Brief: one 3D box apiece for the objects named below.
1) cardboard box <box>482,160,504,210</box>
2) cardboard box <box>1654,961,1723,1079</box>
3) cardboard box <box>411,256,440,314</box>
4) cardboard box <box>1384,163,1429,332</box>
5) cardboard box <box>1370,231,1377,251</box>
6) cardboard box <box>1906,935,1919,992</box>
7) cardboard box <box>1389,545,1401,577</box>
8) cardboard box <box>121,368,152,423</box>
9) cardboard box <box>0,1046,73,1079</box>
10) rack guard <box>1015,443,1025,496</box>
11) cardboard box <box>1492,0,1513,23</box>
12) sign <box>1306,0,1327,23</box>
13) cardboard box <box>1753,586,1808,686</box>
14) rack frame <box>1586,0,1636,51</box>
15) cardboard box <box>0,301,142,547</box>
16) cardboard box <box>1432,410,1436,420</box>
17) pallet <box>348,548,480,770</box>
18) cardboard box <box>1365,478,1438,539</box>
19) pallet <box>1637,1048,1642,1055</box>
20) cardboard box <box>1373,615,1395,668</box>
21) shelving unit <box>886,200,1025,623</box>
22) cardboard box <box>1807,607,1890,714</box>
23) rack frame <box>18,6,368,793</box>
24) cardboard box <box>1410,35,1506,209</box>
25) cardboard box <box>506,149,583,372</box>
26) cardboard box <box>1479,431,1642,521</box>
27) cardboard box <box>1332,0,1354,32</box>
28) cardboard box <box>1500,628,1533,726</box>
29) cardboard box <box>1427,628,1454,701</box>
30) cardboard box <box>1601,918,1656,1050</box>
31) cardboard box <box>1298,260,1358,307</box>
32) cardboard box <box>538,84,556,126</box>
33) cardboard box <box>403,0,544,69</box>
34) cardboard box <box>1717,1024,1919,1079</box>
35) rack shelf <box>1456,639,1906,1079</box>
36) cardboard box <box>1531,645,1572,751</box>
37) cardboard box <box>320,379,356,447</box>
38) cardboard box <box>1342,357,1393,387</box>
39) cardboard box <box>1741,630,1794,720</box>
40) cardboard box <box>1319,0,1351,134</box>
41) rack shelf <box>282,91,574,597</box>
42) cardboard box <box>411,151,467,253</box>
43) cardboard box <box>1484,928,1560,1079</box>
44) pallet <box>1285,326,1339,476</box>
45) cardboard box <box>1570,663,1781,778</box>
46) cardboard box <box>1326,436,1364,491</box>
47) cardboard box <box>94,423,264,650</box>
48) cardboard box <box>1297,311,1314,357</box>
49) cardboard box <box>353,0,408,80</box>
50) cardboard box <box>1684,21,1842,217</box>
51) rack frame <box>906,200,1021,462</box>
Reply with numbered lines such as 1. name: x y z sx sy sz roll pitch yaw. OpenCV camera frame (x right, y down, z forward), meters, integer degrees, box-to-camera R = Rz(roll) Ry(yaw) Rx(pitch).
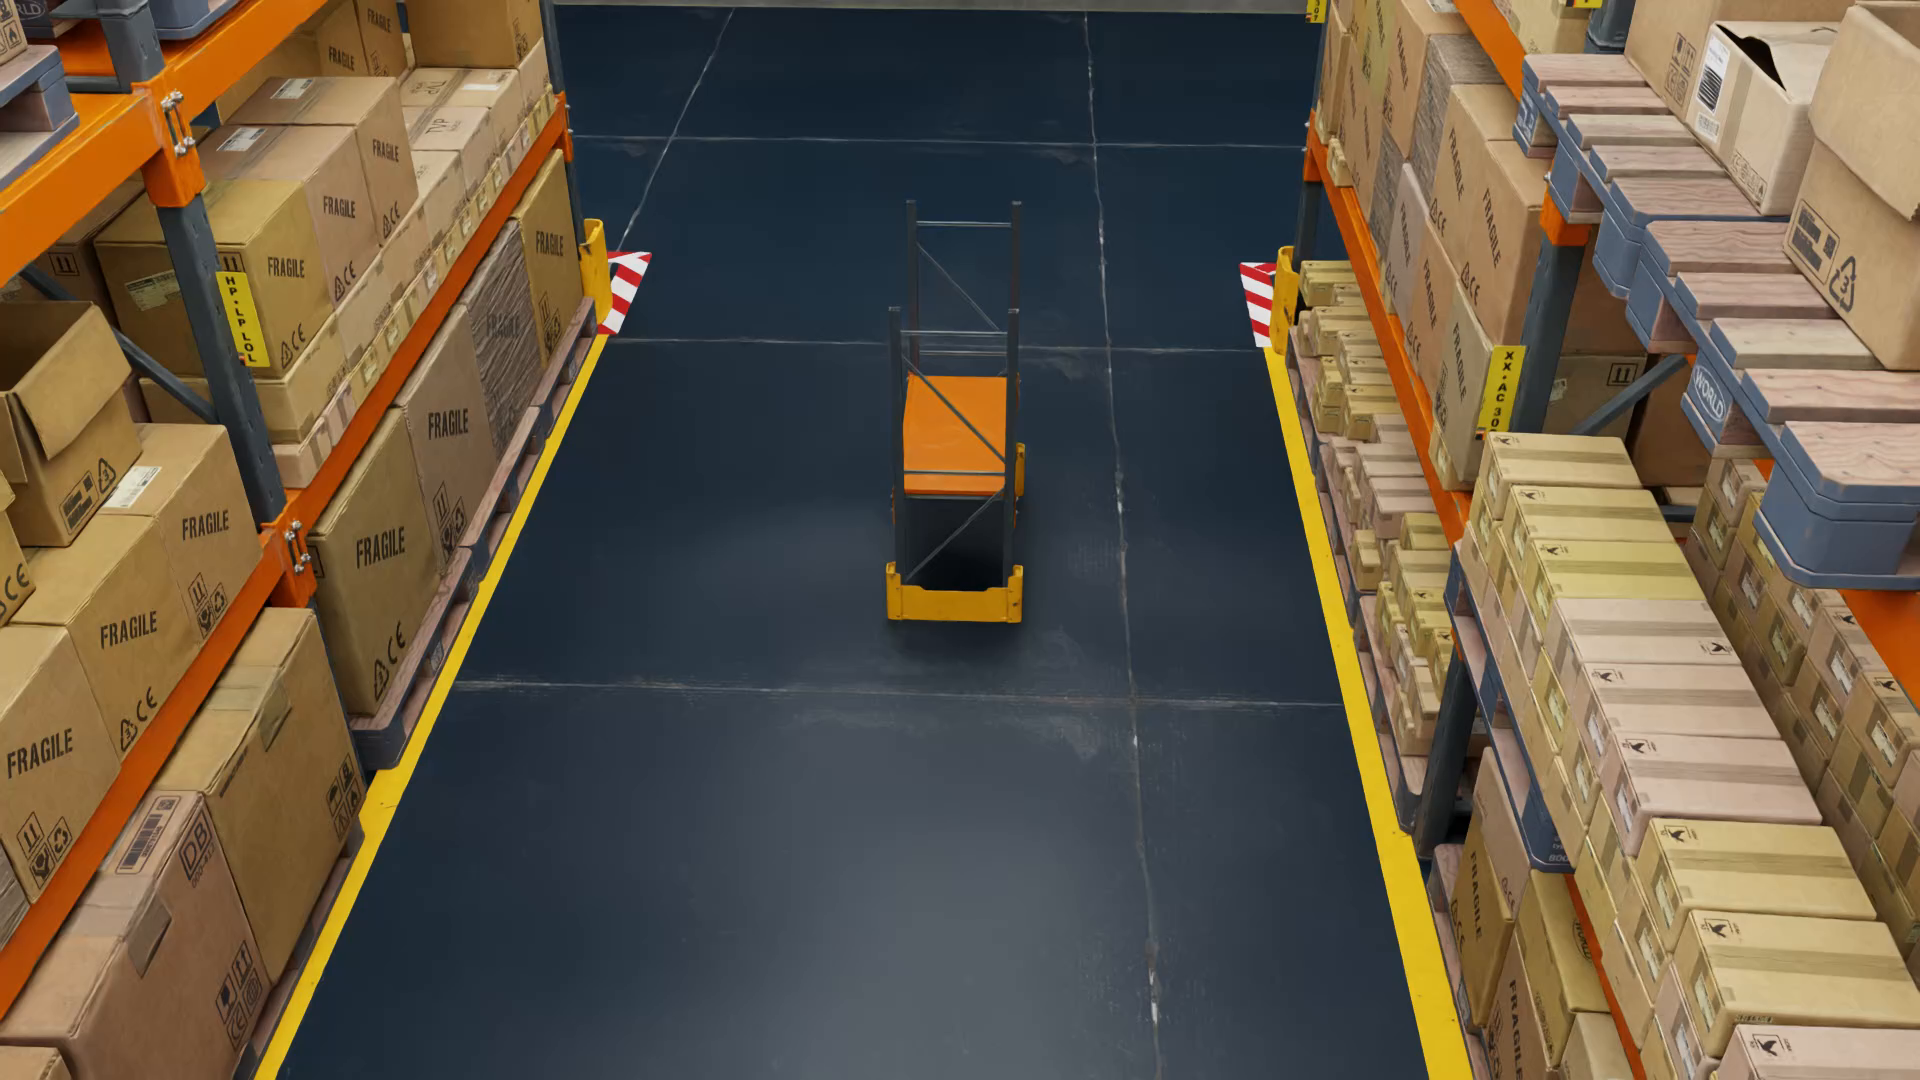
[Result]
1. cardboard box: -2.342 -1.647 7.703 0.380 0.149 0.250 1 35 1
2. cardboard box: 1.628 0.994 3.322 0.380 0.149 0.250 2 35 3
3. cardboard box: -2.382 -1.055 6.861 0.380 0.149 0.250 2 35 2
4. cardboard box: 1.955 -1.109 6.374 0.500 0.500 0.500 1 35 2
5. cardboard box: 2.014 -1.346 7.275 0.380 0.149 0.250 1 35 1
6. cardboard box: 2.296 0.987 3.590 0.380 0.149 0.250 0 35 0
7. cardboard box: 1.969 0.155 6.777 0.380 0.149 0.250 2 35 2
8. cardboard box: -3.022 -0.571 5.825 0.500 0.250 0.500 1 35 1
9. cardboard box: -2.846 1.837 4.010 1.225 0.875 0.875 1 35 2
10. rack guard: 0.017 -0.345 8.023 0.587 0.250 0.087 1 35 2
11. cardboard box: 1.956 -1.819 5.251 0.500 0.250 0.500 1 35 2
12. sign: 1.793 -2.743 8.291 0.100 0.325 0.005 1 35 2
13. cardboard box: 2.333 0.258 4.368 0.380 0.149 0.250 3 35 4
14. rack frame: 2.174 -2.533 3.527 1.000 3.000 0.127 1 35 2
15. cardboard box: -2.795 -0.335 4.658 0.797 0.503 0.637 0 35 1
16. cardboard box: 1.924 -0.448 5.997 0.380 0.149 0.250 3 35 4
17. pallet: -2.669 0.455 6.919 1.003 0.211 1.213 1 35 2
18. cardboard box: 1.909 -0.133 6.928 0.380 0.149 0.250 0 35 0
19. pallet: 2.052 1.160 3.657 1.003 0.211 1.213 1 35 2
20. cardboard box: 1.890 0.383 6.711 0.380 0.149 0.250 0 35 0
21. shelving unit: -0.003 -0.570 7.256 0.587 1.500 1.083 1 35 2
22. cardboard box: 2.321 0.298 4.053 0.380 0.149 0.250 1 35 2
23. rack frame: -2.778 -0.251 5.498 1.000 3.000 0.127 1 35 2
24. cardboard box: 1.973 -1.517 6.085 0.500 0.500 0.500 2 35 3
25. cardboard box: -2.563 -1.482 8.732 0.875 0.875 0.875 1 35 2
26. cardboard box: 1.699 -0.175 4.726 0.380 0.149 0.250 3 35 4
27. cardboard box: 2.052 -2.696 7.762 0.500 0.500 0.500 1 35 2
28. cardboard box: 1.680 0.372 4.466 0.380 0.149 0.250 2 35 2
29. cardboard box: 1.928 0.463 6.080 0.380 0.149 0.250 2 35 3
30. cardboard box: 1.638 0.964 3.623 0.380 0.149 0.250 0 35 0
31. cardboard box: 1.974 -1.332 8.633 0.380 0.149 0.250 0 35 0
32. cardboard box: -2.302 -2.234 8.538 0.380 0.149 0.250 2 35 3
33. cardboard box: -2.374 -2.630 8.103 0.500 0.500 0.500 2 35 2
34. cardboard box: 1.621 1.029 3.013 0.380 0.149 0.250 1 35 2
35. rack shelf: 2.094 1.365 3.824 1.077 0.370 4.000 1 35 2
36. cardboard box: 1.671 0.394 4.176 0.380 0.149 0.250 0 35 0
37. cardboard box: -2.423 -0.461 6.016 0.380 0.149 0.250 0 35 0
38. cardboard box: 1.998 -0.725 7.770 0.380 0.149 0.250 3 35 4
39. cardboard box: 2.334 0.378 4.457 0.380 0.149 0.250 1 35 2
40. cardboard box: 2.041 -2.287 8.050 0.500 0.500 0.500 3 35 4
41. rack shelf: -2.697 -1.105 7.340 1.077 0.370 4.000 1 35 2
42. cardboard box: -2.429 -1.441 7.064 0.500 0.250 0.500 1 35 2
43. cardboard box: 1.860 1.495 4.822 0.500 0.500 0.500 3 35 4
44. pallet: 2.264 -0.726 8.599 1.003 0.211 1.213 1 35 2
45. cardboard box: 1.659 0.423 3.875 0.380 0.149 0.250 1 35 1
46. cardboard box: 1.930 -0.359 7.766 0.380 0.149 0.250 0 35 0
47. cardboard box: -2.524 -0.017 5.078 0.500 0.500 0.500 1 35 2
48. cardboard box: 1.994 -1.088 8.804 0.380 0.149 0.250 2 35 3
49. cardboard box: -2.926 -2.359 7.718 0.500 0.500 0.500 1 35 1
50. cardboard box: 1.929 -0.940 3.582 0.500 0.311 0.500 1 35 1
51. rack frame: 0.017 -0.857 7.665 0.500 1.500 0.032 1 35 2
